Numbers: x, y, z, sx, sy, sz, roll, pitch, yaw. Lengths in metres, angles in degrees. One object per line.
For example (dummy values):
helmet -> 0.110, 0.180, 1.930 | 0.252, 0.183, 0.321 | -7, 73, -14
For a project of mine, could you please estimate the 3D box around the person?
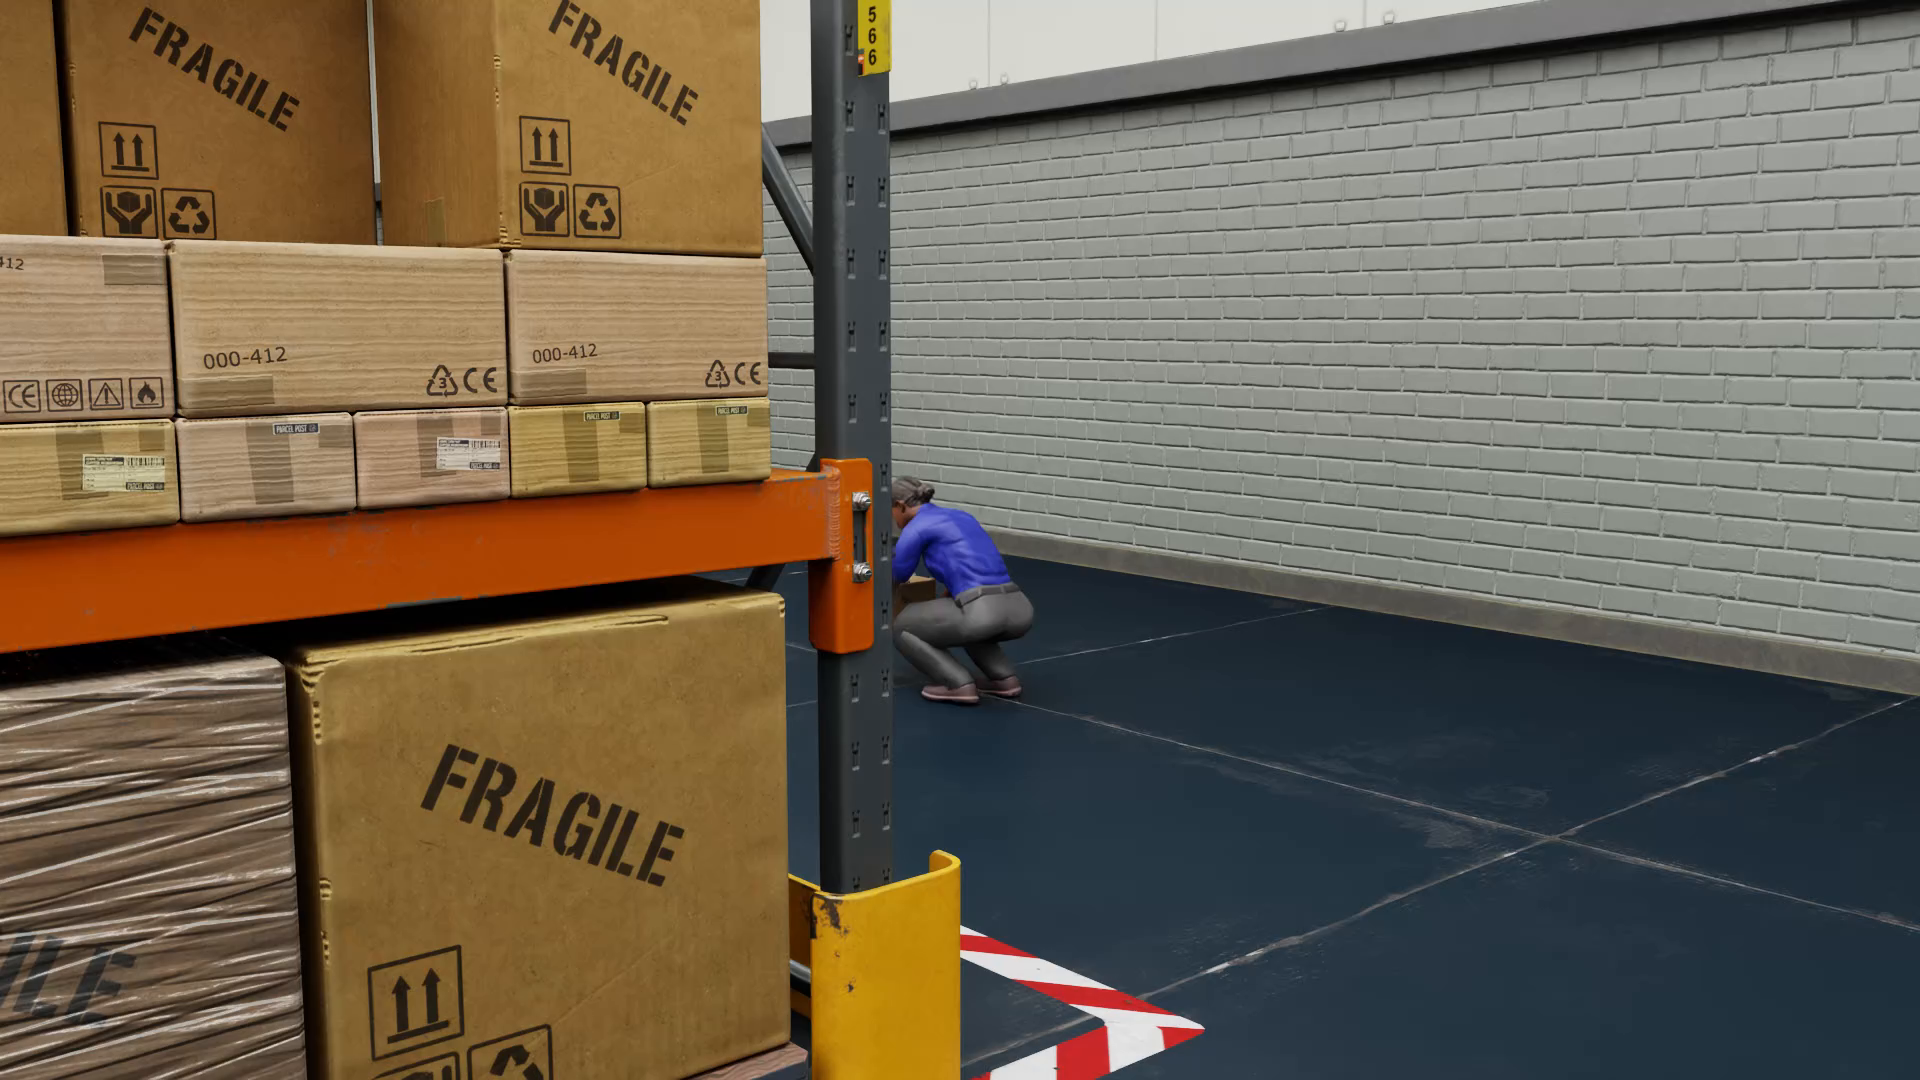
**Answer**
person -> -0.057, 0.202, 7.136 | 0.488, 0.928, 0.825 | -7, 10, -41
